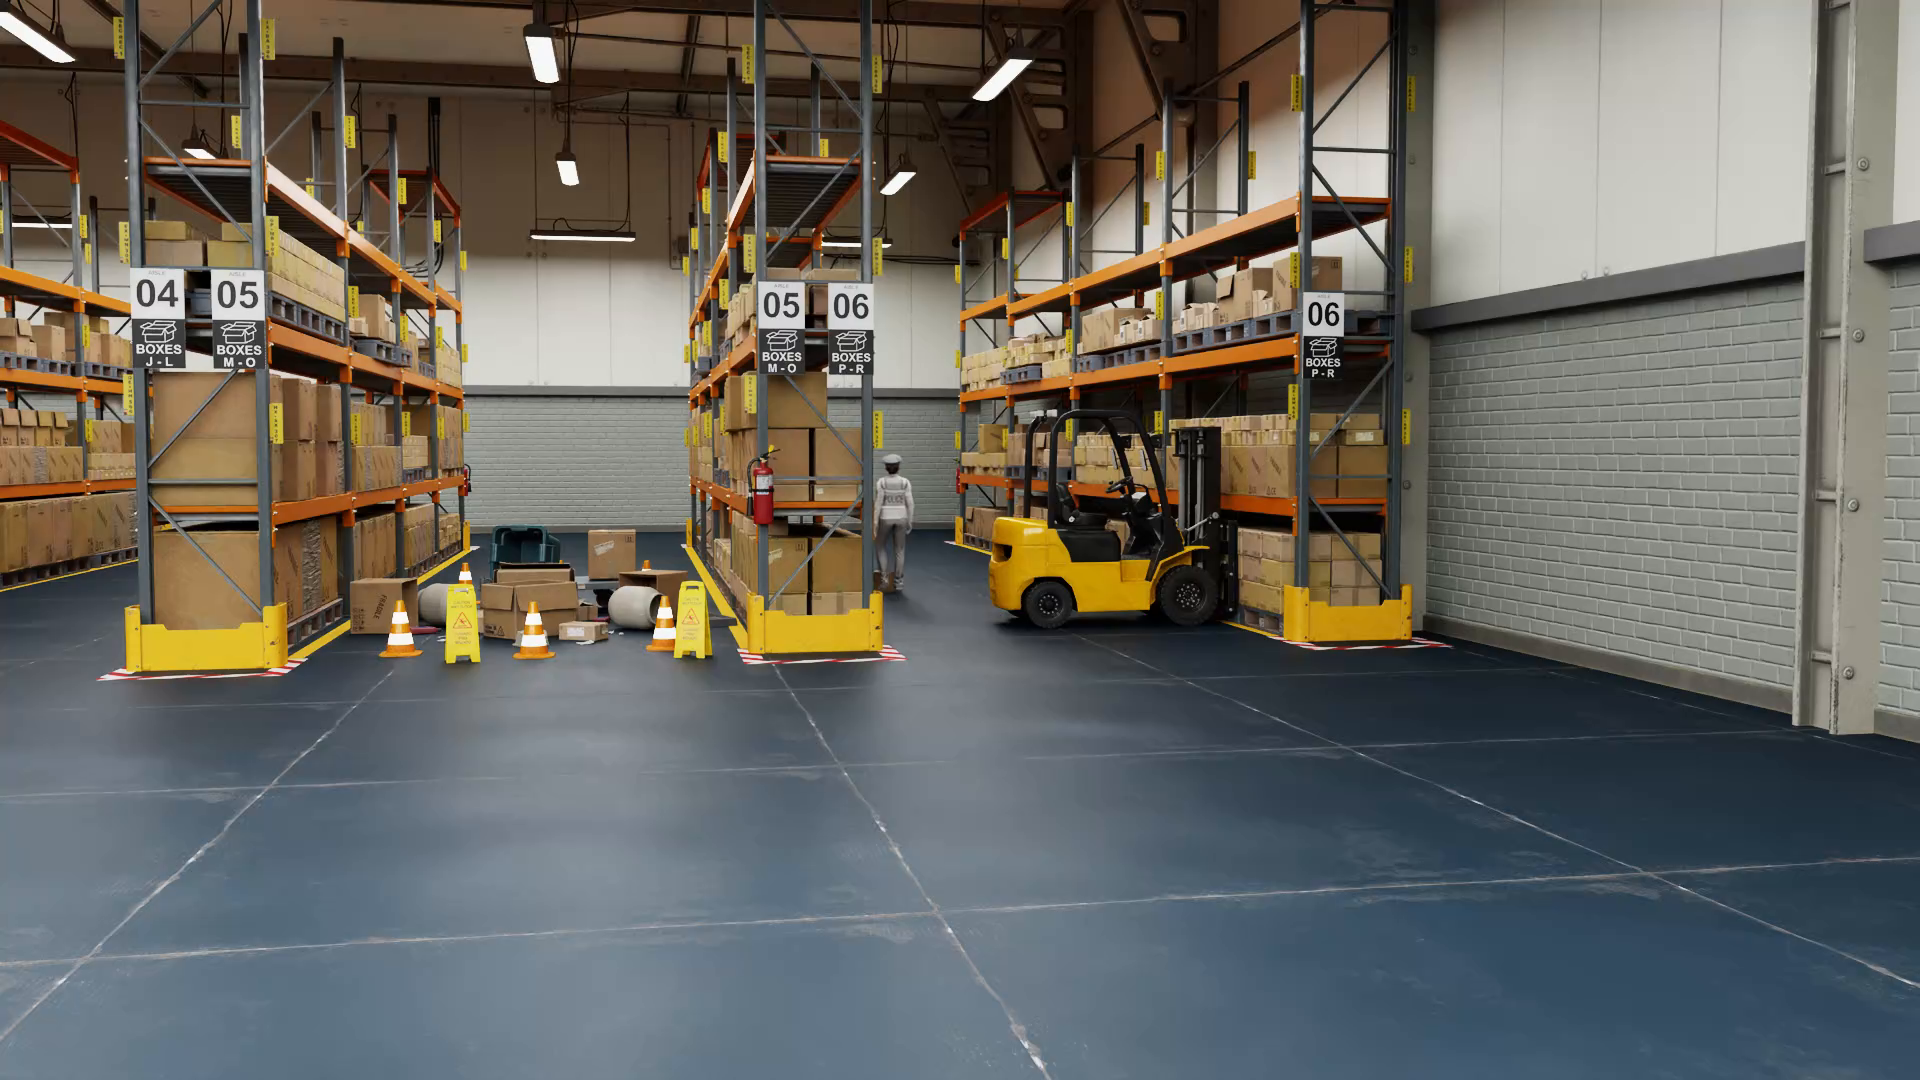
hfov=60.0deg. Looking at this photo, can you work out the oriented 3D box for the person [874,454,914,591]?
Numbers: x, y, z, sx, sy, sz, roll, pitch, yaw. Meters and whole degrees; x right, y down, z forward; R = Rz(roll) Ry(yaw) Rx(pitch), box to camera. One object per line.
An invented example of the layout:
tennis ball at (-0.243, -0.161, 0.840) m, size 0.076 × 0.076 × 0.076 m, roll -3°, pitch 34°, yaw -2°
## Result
person at (-0.823, -0.183, 20.434) m, size 0.523 × 1.746 × 0.549 m, roll 0°, pitch 3°, yaw -7°
